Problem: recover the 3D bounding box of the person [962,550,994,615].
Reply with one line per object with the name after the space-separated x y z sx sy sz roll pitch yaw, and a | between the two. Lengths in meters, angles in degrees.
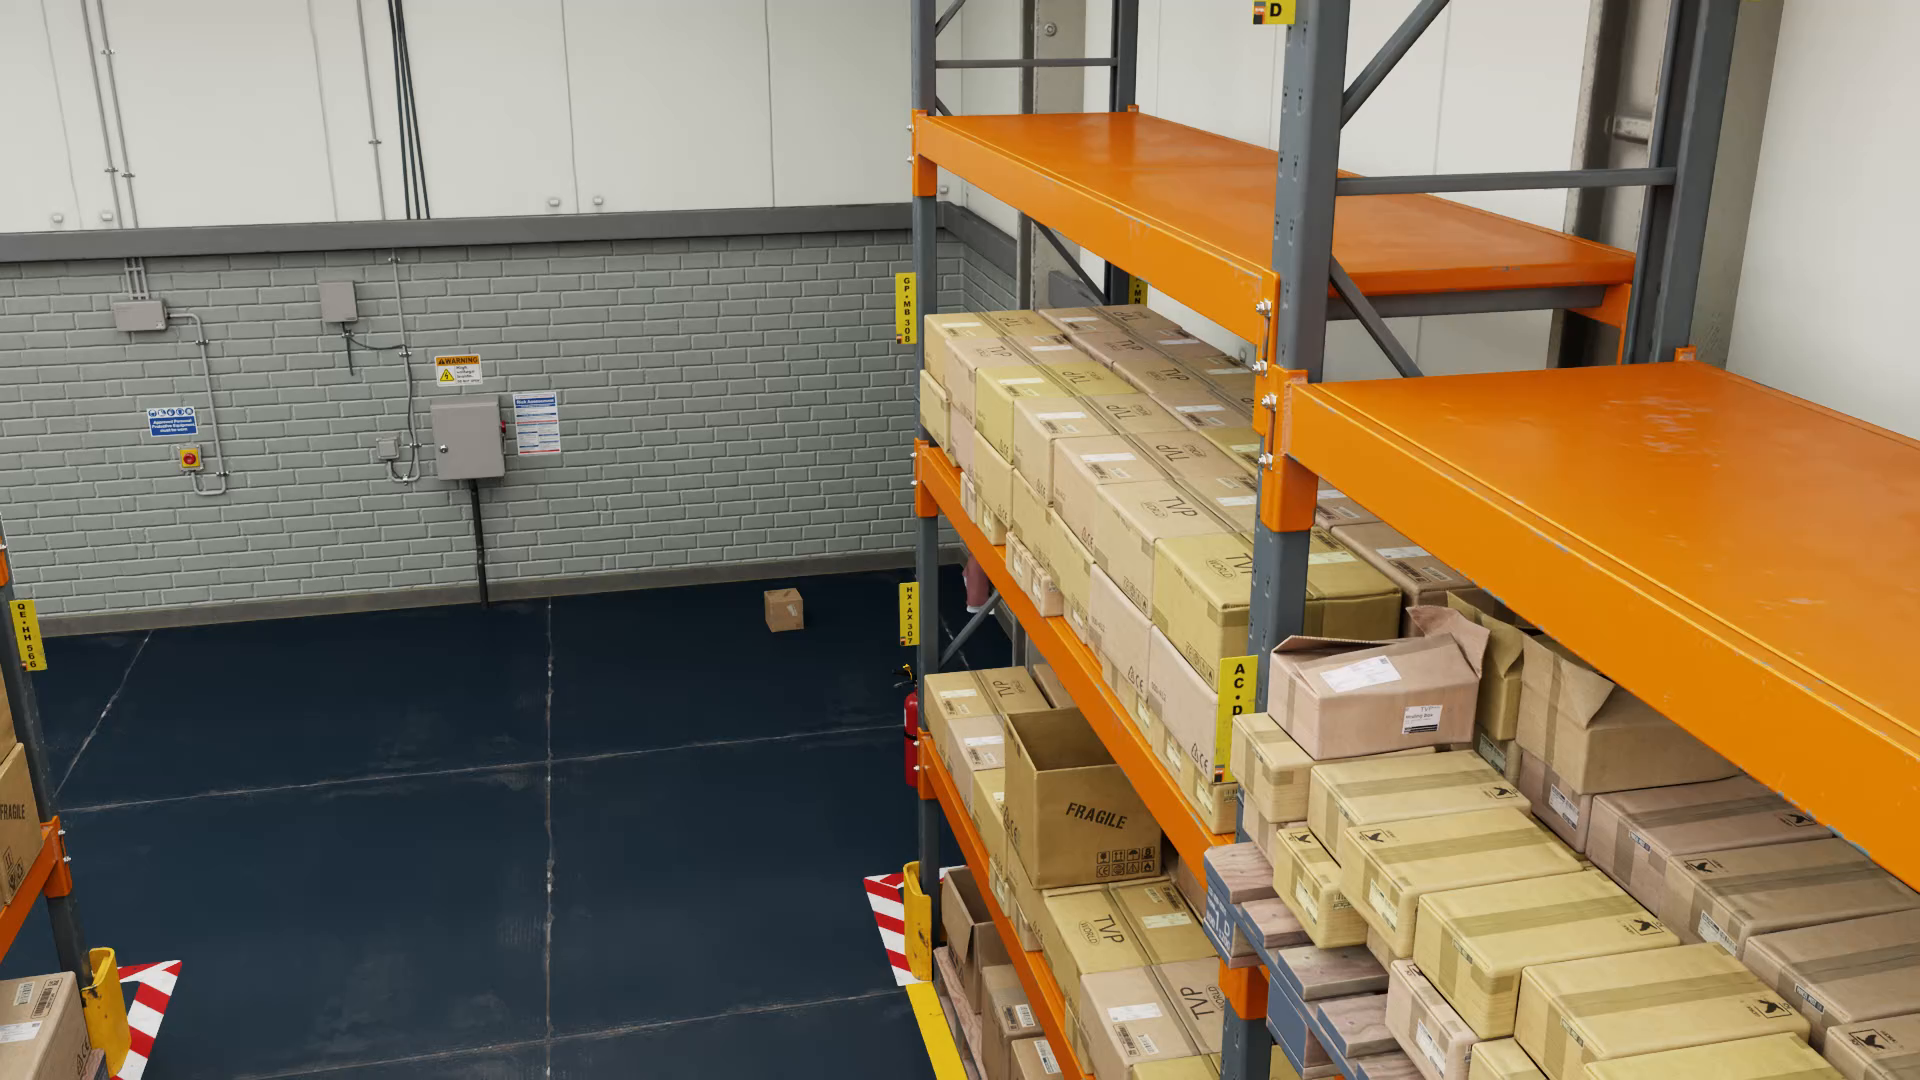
0.196 -0.259 13.078 0.479 1.673 0.432 -3 20 -8 | person
